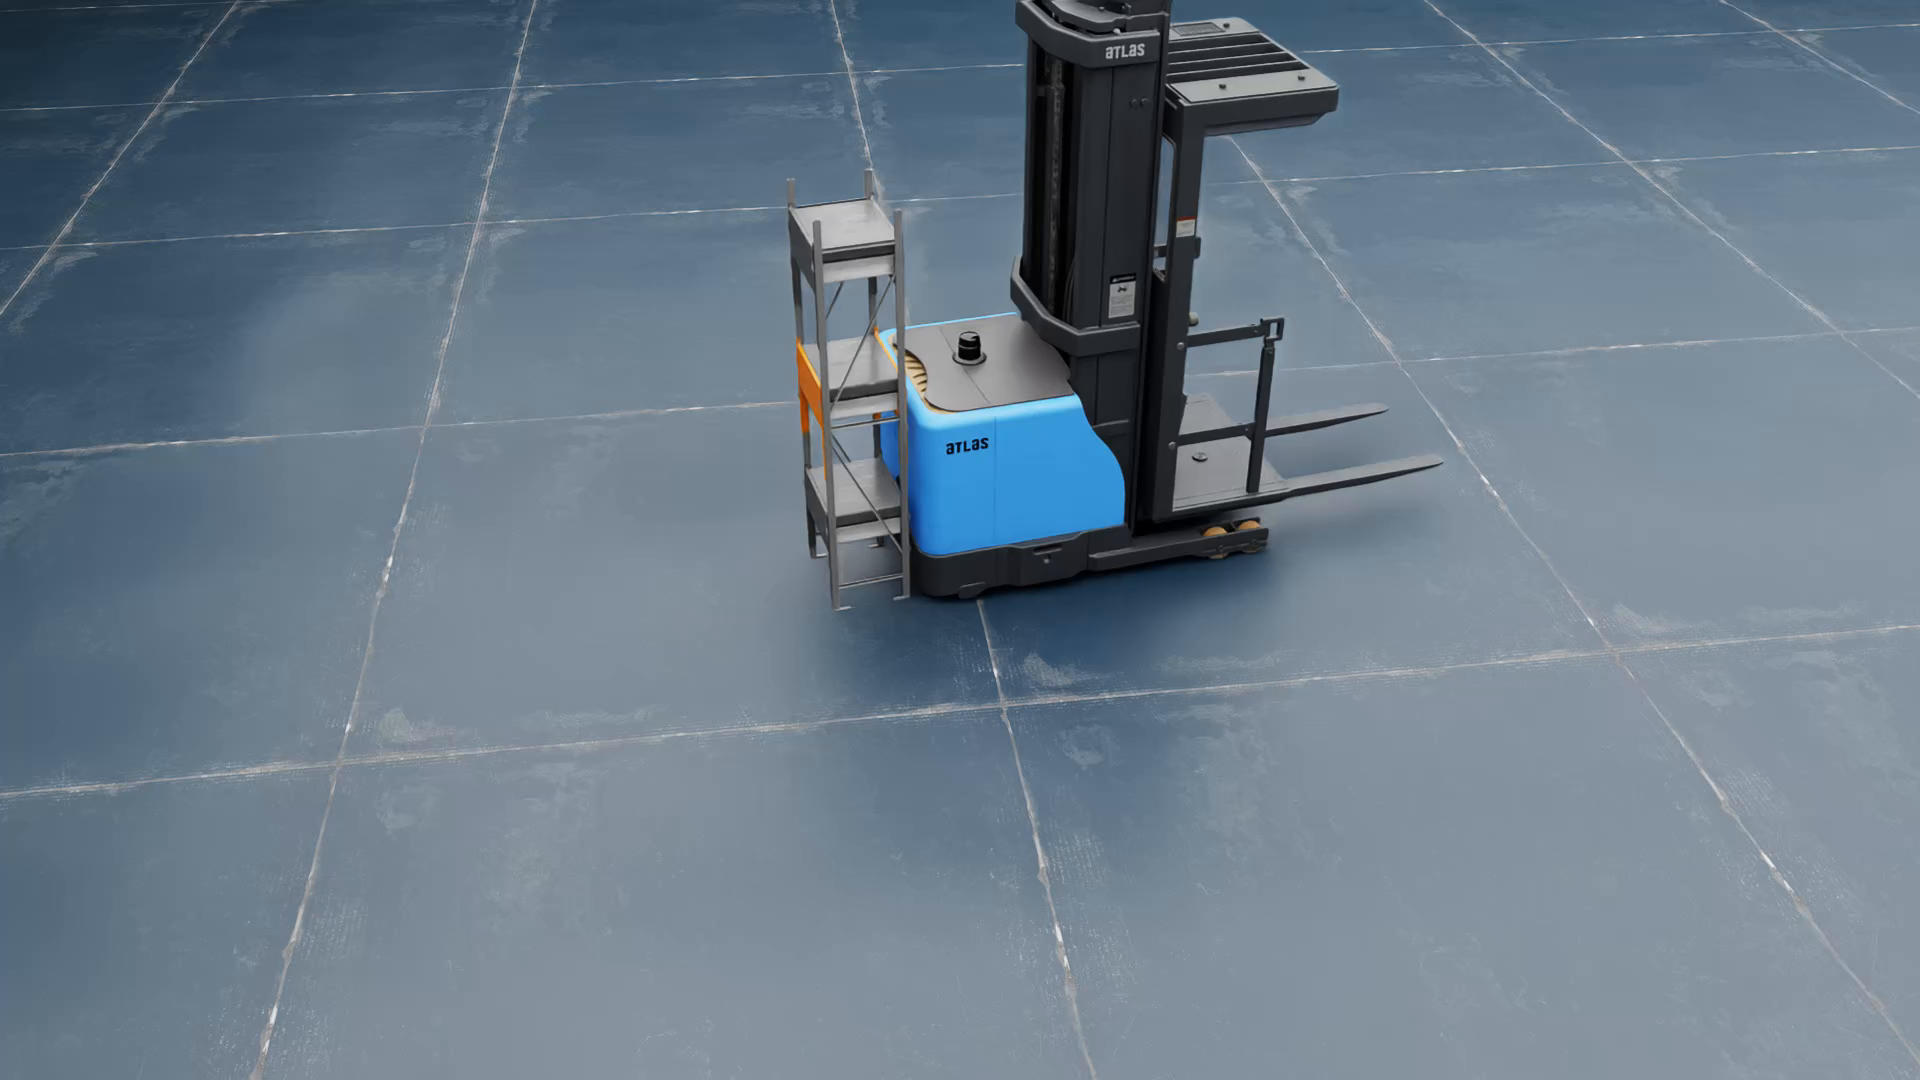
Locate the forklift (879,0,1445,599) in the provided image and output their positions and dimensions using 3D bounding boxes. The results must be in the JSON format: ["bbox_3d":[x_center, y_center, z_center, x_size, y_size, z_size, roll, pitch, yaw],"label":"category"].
[{"bbox_3d":[1.113,-1.386,8.309,3.031,2.935,1.130,-10,35,-14],"label":"forklift"}]

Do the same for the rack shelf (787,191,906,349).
[{"bbox_3d":[-0.520,-1.240,7.615,0.431,0.518,0.480,-10,36,-15],"label":"rack shelf"}]

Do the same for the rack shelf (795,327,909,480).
[{"bbox_3d":[-0.520,-0.662,8.009,0.431,0.518,0.480,-10,36,-15],"label":"rack shelf"}]

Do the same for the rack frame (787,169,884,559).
[{"bbox_3d":[-0.596,-0.804,8.193,0.400,2.100,0.015,-10,36,-15],"label":"rack frame"}]

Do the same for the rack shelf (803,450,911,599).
[{"bbox_3d":[-0.520,-0.083,8.403,0.431,0.518,0.480,-10,36,-15],"label":"rack shelf"}]

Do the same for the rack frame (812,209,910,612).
[{"bbox_3d":[-0.445,-0.542,7.810,0.400,2.100,0.015,-10,36,-15],"label":"rack frame"}]

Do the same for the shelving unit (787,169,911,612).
[{"bbox_3d":[-0.520,-0.673,8.002,0.431,2.100,0.503,-10,36,-15],"label":"shelving unit"}]
